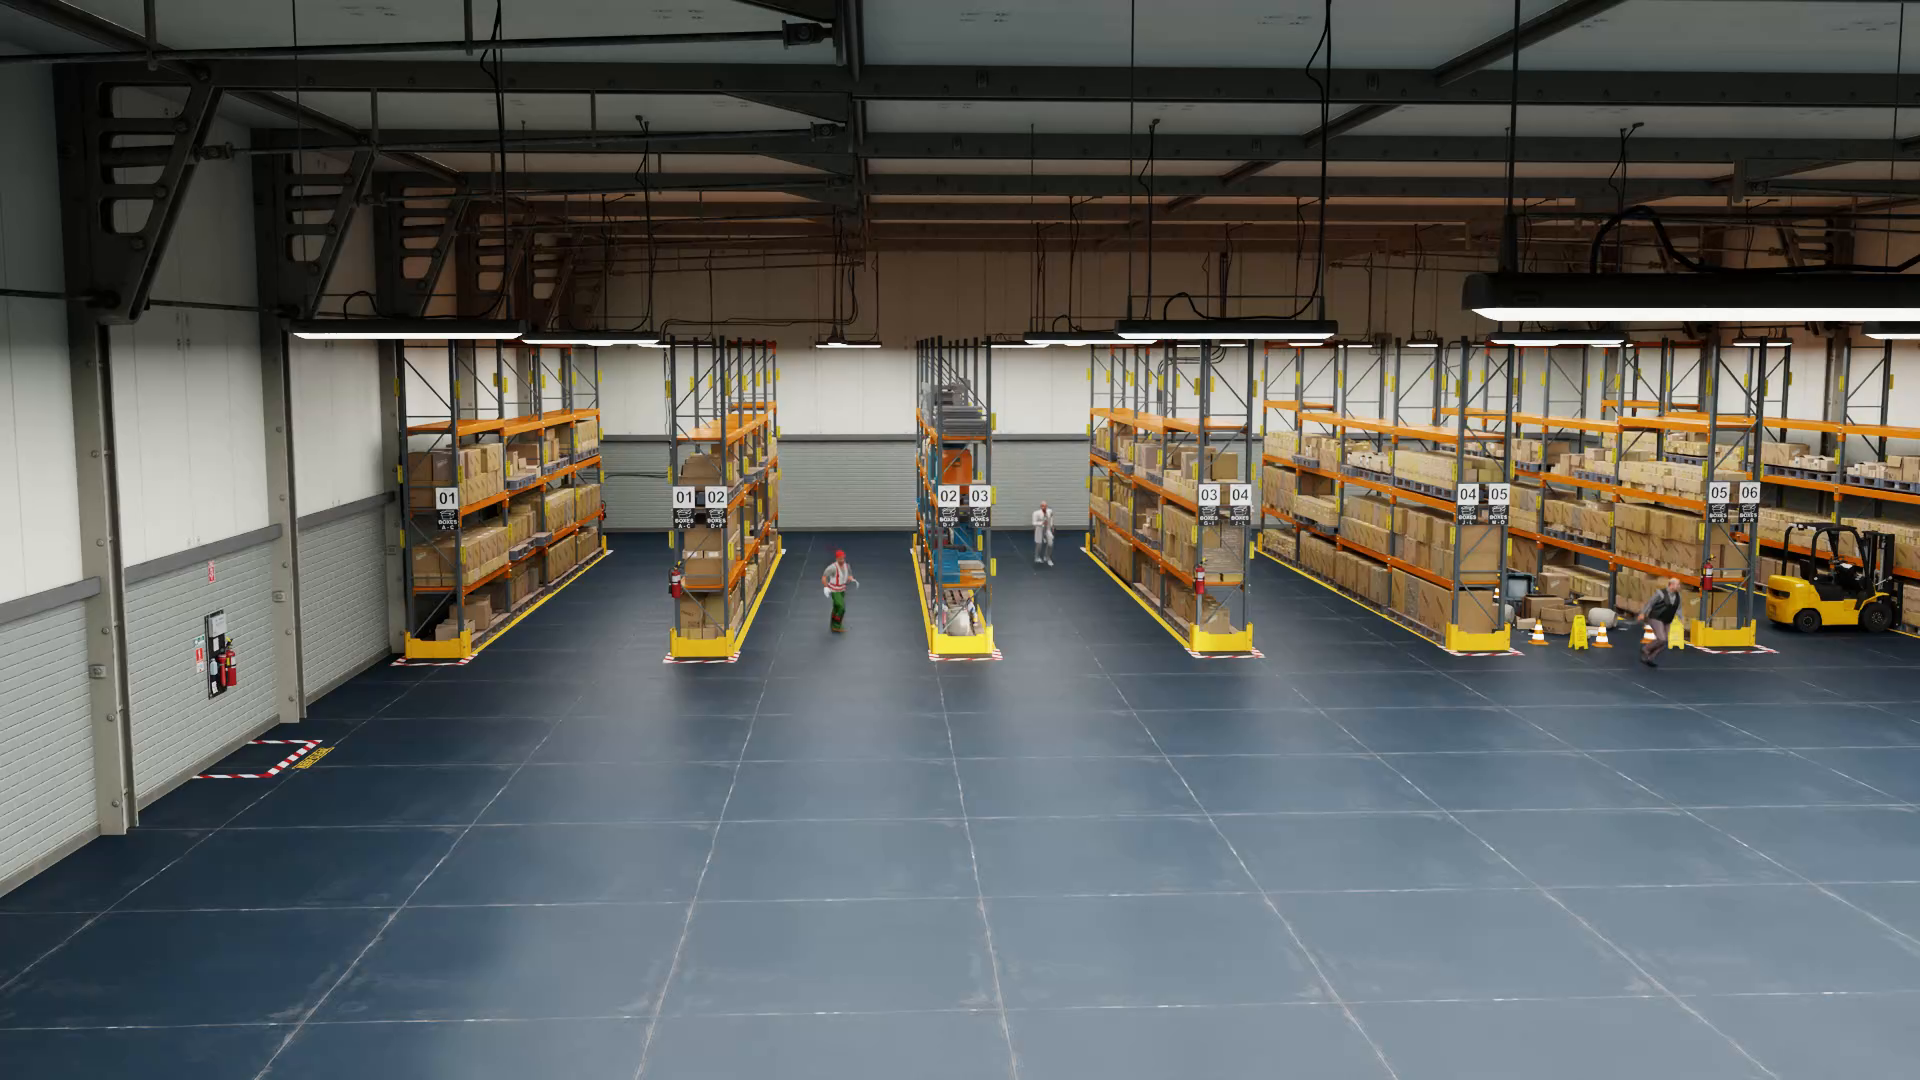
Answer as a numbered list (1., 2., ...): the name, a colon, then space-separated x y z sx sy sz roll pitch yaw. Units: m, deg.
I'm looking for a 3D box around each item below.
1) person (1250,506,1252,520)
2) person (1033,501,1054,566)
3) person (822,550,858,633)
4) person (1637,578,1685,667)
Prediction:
1. person: 8.317 -0.593 48.808 0.567 1.573 0.697 -4 7 -30
2. person: 2.207 -0.182 44.393 0.635 1.731 1.037 -1 7 -12
3. person: -2.450 1.055 33.869 0.822 1.730 0.614 4 8 33
4. person: 12.726 1.482 30.123 0.674 1.645 0.725 -3 7 -24
